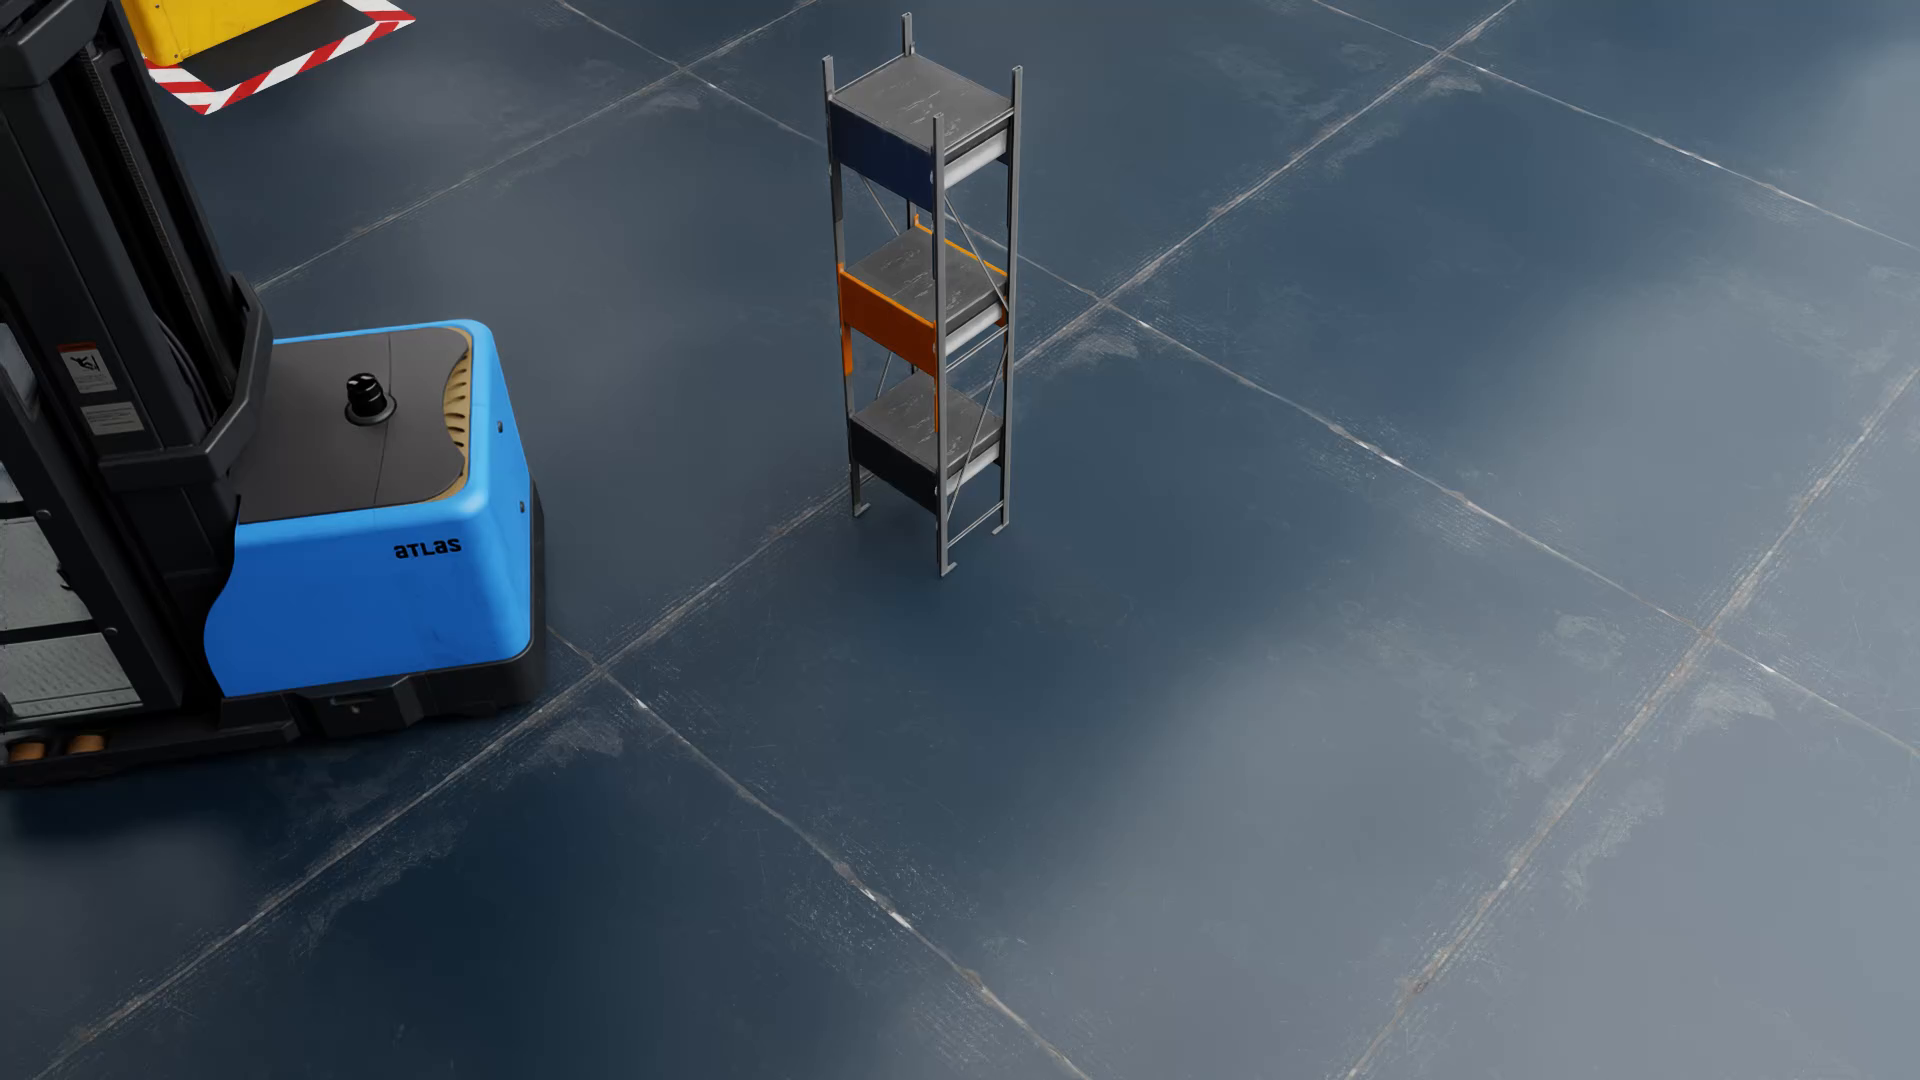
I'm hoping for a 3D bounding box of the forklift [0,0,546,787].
[{"bbox_3d":[-3.102,-0.548,5.254,3.031,2.935,1.130,-7,47,-7],"label":"forklift"}]

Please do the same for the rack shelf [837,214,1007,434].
[{"bbox_3d":[-0.122,-0.791,6.071,0.480,0.518,0.431,34,55,28],"label":"rack shelf"}]

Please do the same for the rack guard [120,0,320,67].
[{"bbox_3d":[-4.139,-3.171,9.384,0.348,0.500,1.175,34,55,28],"label":"rack guard"}]

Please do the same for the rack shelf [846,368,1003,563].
[{"bbox_3d":[-0.122,-0.312,6.582,0.480,0.518,0.431,34,55,28],"label":"rack shelf"}]

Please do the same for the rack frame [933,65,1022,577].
[{"bbox_3d":[0.058,-0.680,5.948,0.015,2.100,0.400,34,55,28],"label":"rack frame"}]

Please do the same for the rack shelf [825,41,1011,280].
[{"bbox_3d":[-0.122,-1.270,5.561,0.480,0.518,0.431,34,55,28],"label":"rack shelf"}]

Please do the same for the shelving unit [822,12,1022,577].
[{"bbox_3d":[-0.122,-0.801,6.061,0.503,2.100,0.431,34,55,28],"label":"shelving unit"}]

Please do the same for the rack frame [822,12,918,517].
[{"bbox_3d":[-0.301,-0.921,6.175,0.015,2.100,0.400,34,55,28],"label":"rack frame"}]
